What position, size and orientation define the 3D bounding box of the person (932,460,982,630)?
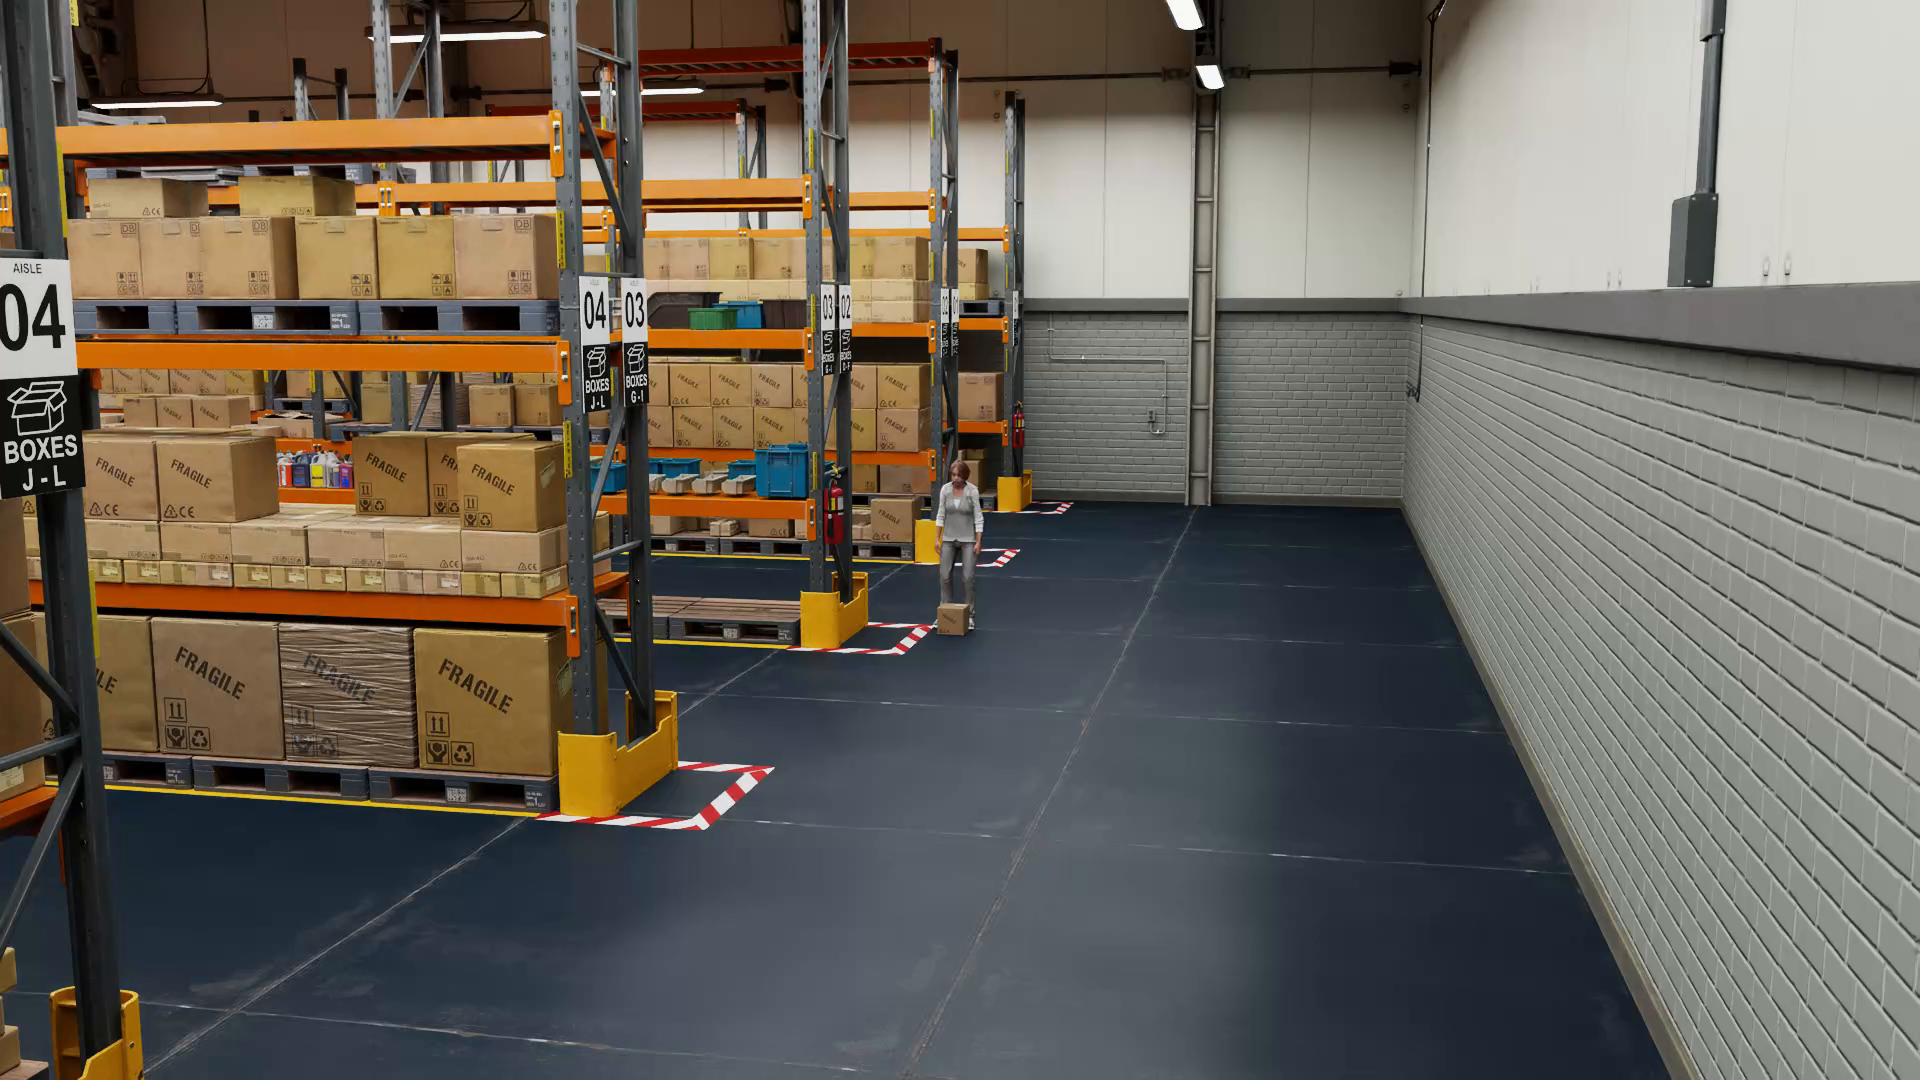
[{"bbox_3d":[-0.016,0.040,15.588,0.453,1.593,0.314,2,9,16],"label":"person"}]
